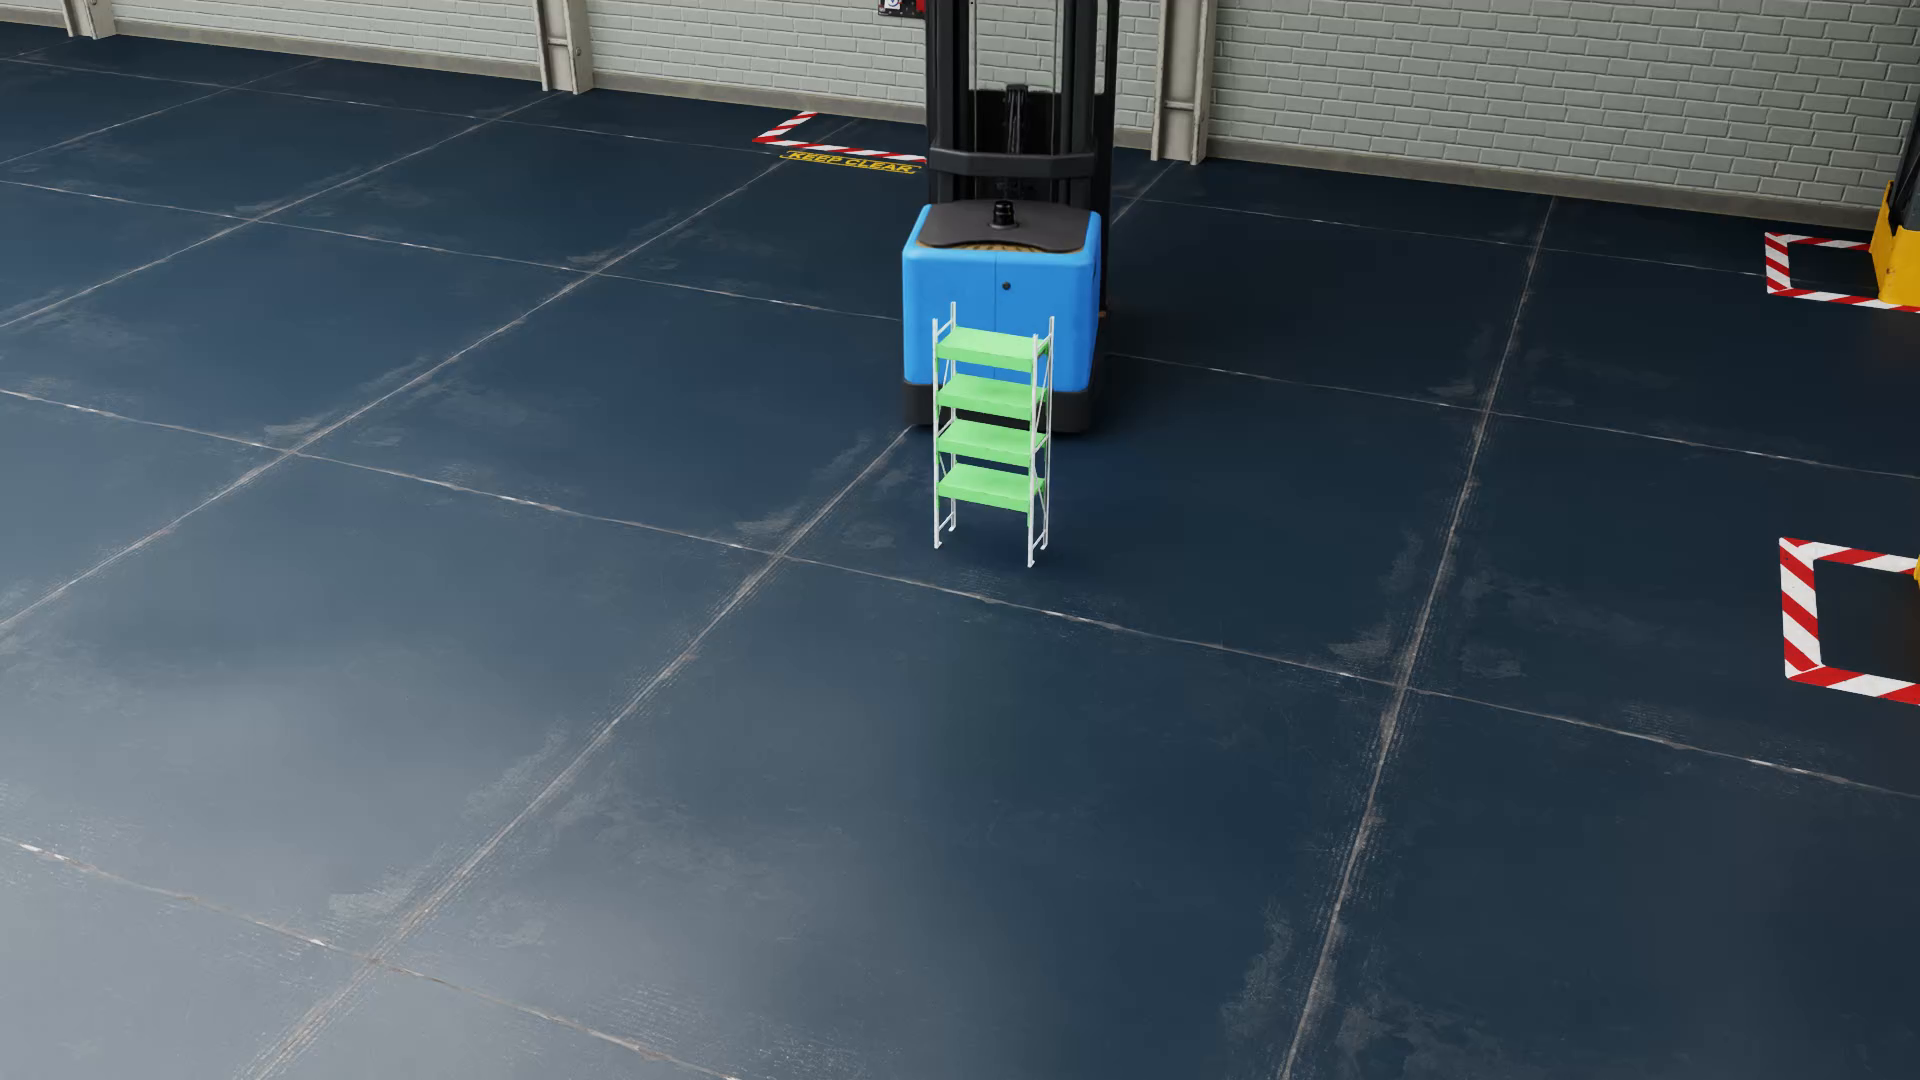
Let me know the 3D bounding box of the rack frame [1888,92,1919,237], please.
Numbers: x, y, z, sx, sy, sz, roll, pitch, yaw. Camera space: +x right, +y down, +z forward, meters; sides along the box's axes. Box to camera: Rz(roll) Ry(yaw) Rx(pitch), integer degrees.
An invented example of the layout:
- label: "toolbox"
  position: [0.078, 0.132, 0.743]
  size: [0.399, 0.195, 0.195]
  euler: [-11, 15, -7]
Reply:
- label: "rack frame"
  position: [6.415, -3.131, 10.742]
  size: [0.127, 3.000, 1.000]
  euler: [11, 31, 19]

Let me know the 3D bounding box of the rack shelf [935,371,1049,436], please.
- label: "rack shelf"
  position: [0.153, -0.645, 7.814]
  size: [0.480, 0.148, 0.258]
  euler: [11, 31, 19]

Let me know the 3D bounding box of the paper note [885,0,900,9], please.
- label: "paper note"
  position: [-0.585, -4.662, 14.344]
  size: [0.142, 0.148, 0.016]
  euler: [11, 31, 19]

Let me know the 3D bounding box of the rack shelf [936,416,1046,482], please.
- label: "rack shelf"
  position: [0.153, -0.436, 7.932]
  size: [0.480, 0.148, 0.258]
  euler: [11, 31, 19]

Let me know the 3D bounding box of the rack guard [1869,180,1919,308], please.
- label: "rack guard"
  position: [6.485, -2.029, 11.332]
  size: [0.348, 0.500, 1.175]
  euler: [11, 31, 19]

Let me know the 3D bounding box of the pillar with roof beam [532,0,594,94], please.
- label: "pillar with roof beam"
  position: [-5.350, -6.265, 10.189]
  size: [0.400, 9.000, 9.100]
  euler: [11, 31, 19]

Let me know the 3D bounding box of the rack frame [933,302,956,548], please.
- label: "rack frame"
  position: [-0.073, -0.537, 7.980]
  size: [0.015, 1.200, 0.240]
  euler: [11, 31, 19]

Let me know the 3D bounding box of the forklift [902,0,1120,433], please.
- label: "forklift"
  position: [0.380, -2.569, 9.817]
  size: [1.130, 2.935, 3.031]
  euler: [4, 30, 6]

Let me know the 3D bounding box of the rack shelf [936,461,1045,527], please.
- label: "rack shelf"
  position: [0.153, -0.227, 8.050]
  size: [0.480, 0.148, 0.258]
  euler: [11, 31, 19]

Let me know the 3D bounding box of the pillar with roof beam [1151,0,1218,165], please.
- label: "pillar with roof beam"
  position: [0.210, -5.155, 8.225]
  size: [0.400, 9.000, 9.100]
  euler: [11, 31, 19]

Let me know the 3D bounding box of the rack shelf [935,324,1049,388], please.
- label: "rack shelf"
  position: [0.153, -0.854, 7.696]
  size: [0.480, 0.148, 0.258]
  euler: [11, 31, 19]

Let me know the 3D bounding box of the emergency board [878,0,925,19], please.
- label: "emergency board"
  position: [-0.447, -4.981, 14.014]
  size: [0.643, 1.169, 0.194]
  euler: [11, 31, 19]

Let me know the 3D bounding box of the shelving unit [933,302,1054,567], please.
- label: "shelving unit"
  position: [0.153, -0.492, 7.901]
  size: [0.503, 1.200, 0.258]
  euler: [11, 31, 19]

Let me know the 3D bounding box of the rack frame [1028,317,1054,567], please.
- label: "rack frame"
  position: [0.379, -0.447, 7.821]
  size: [0.015, 1.200, 0.240]
  euler: [11, 31, 19]

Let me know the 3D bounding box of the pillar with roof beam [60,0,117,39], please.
- label: "pillar with roof beam"
  position: [-10.909, -7.375, 12.153]
  size: [0.400, 9.000, 9.100]
  euler: [11, 31, 19]

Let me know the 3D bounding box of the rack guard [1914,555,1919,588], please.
- label: "rack guard"
  position: [4.533, 0.212, 7.367]
  size: [0.348, 0.500, 1.175]
  euler: [11, 31, 19]
